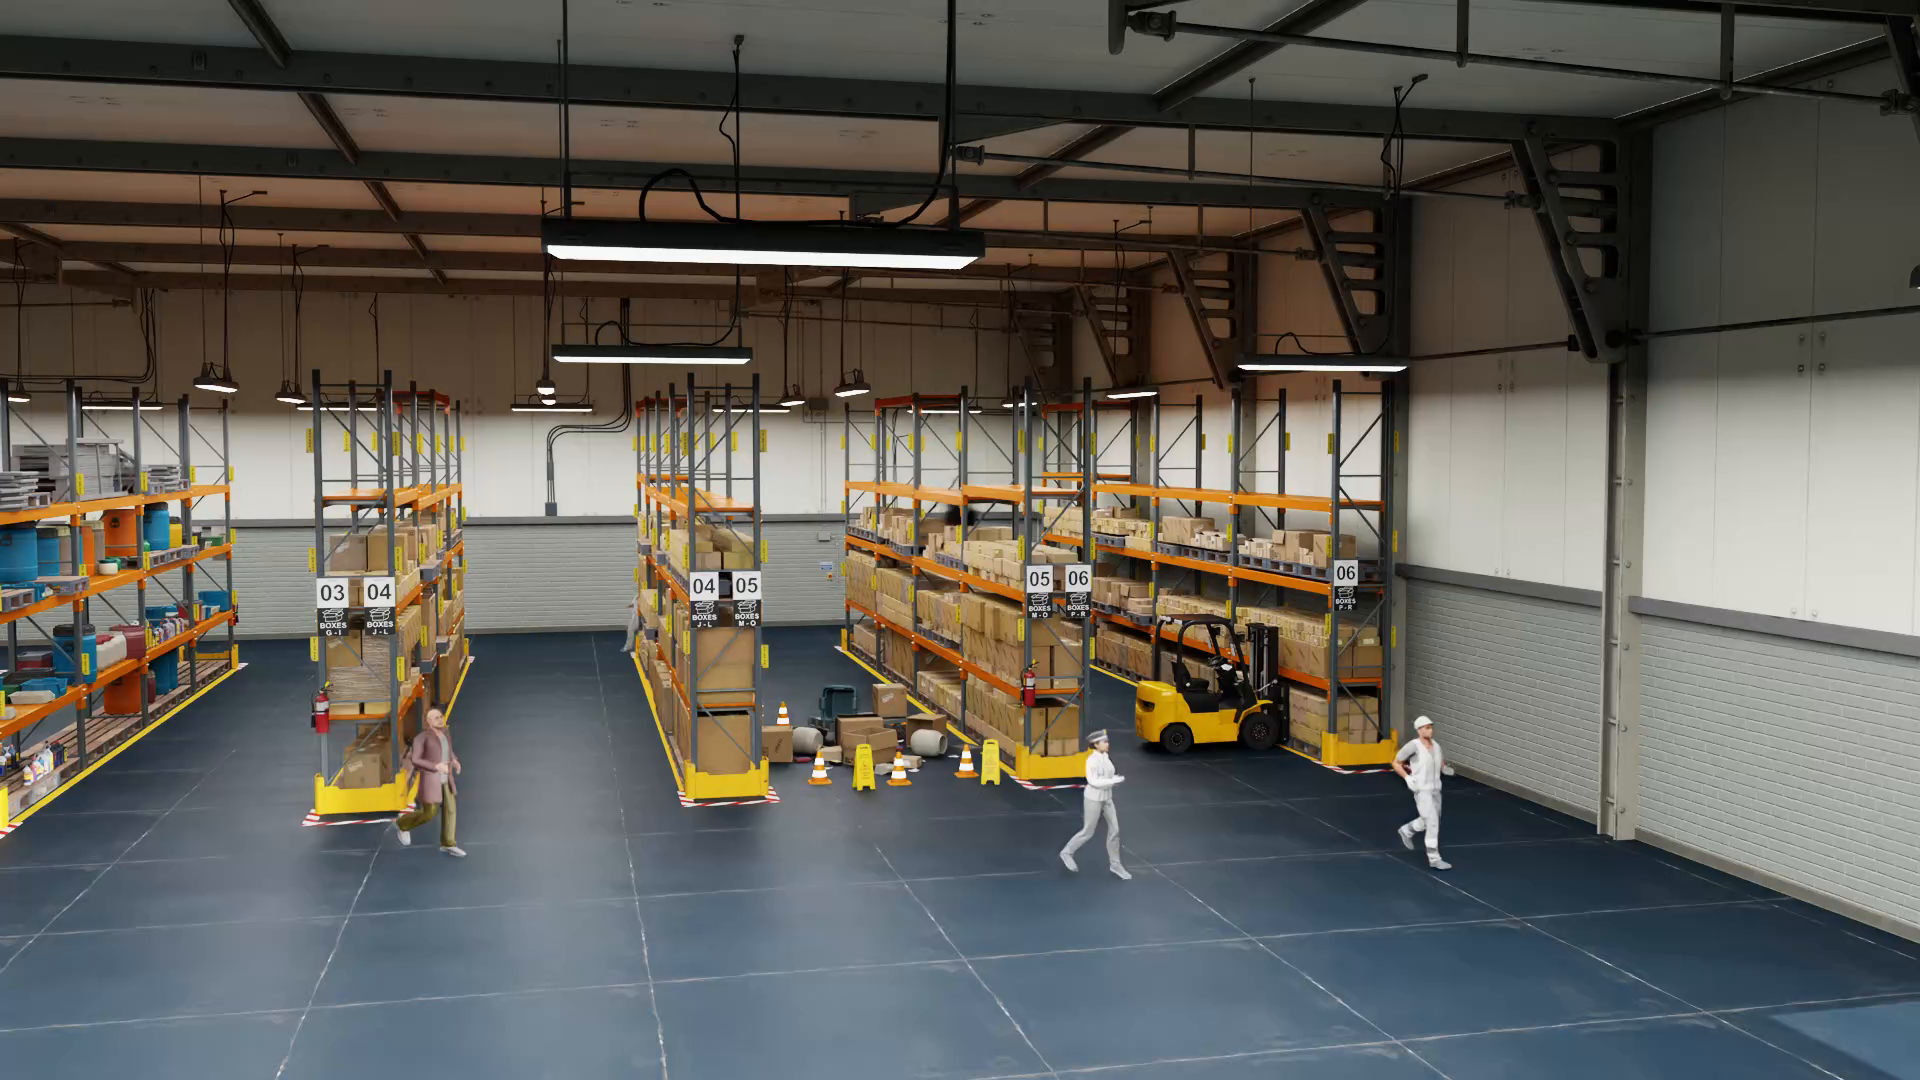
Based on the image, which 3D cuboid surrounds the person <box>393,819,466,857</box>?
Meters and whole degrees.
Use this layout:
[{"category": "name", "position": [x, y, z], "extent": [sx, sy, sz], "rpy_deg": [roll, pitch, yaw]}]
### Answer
[{"category": "person", "position": [-6.483, 3.693, 20.317], "extent": [0.984, 0.303, 0.281], "rpy_deg": [2, 4, 27]}]

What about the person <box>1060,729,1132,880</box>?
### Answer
[{"category": "person", "position": [1.592, 3.025, 19.239], "extent": [0.866, 1.722, 0.467], "rpy_deg": [2, 4, 31]}]

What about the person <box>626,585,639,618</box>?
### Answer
[{"category": "person", "position": [-7.757, 1.474, 40.130], "extent": [0.588, 0.862, 0.641], "rpy_deg": [-1, 3, -13]}]

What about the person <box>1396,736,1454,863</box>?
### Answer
[{"category": "person", "position": [5.505, 3.067, 19.808], "extent": [0.636, 1.460, 0.769], "rpy_deg": [-2, 4, -31]}]
